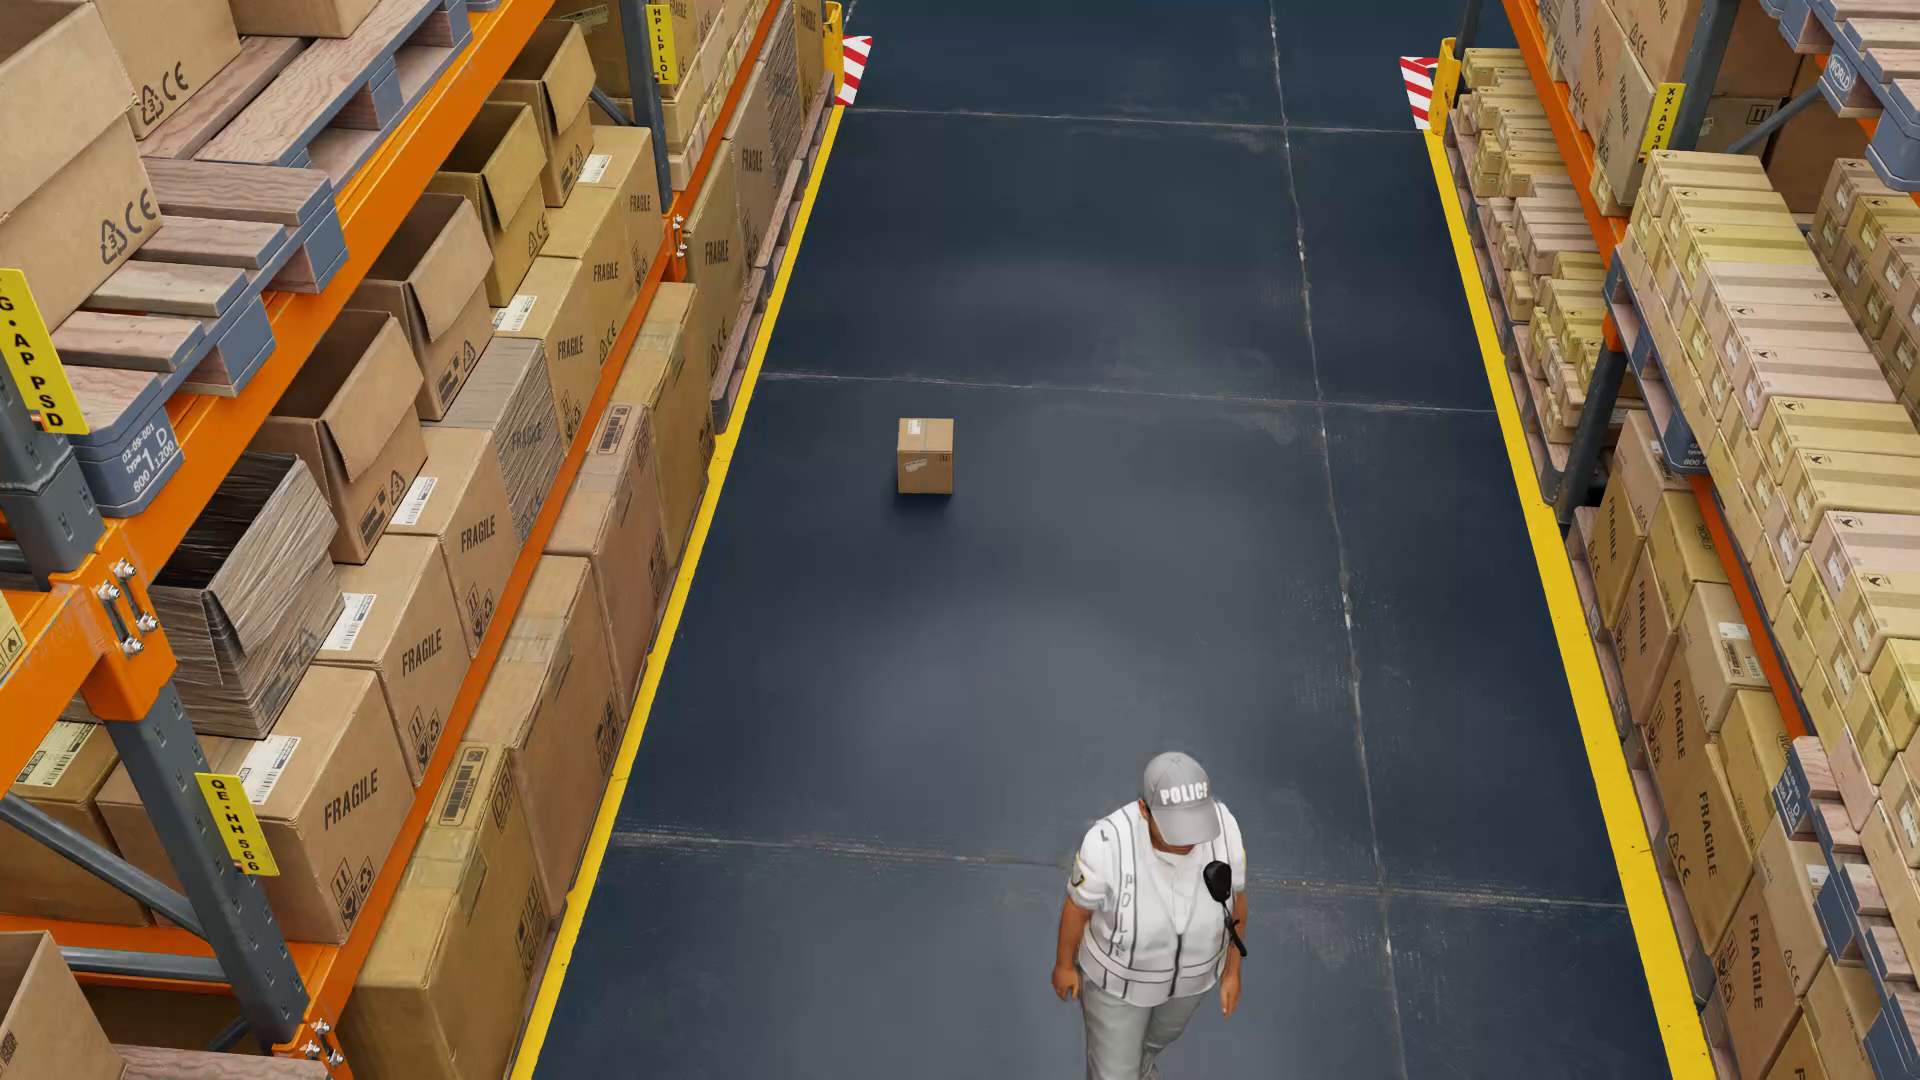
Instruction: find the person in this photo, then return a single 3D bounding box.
[{"bbox_3d":[0.532,1.226,4.743,0.529,1.736,0.494,-9,41,-11],"label":"person"}]
